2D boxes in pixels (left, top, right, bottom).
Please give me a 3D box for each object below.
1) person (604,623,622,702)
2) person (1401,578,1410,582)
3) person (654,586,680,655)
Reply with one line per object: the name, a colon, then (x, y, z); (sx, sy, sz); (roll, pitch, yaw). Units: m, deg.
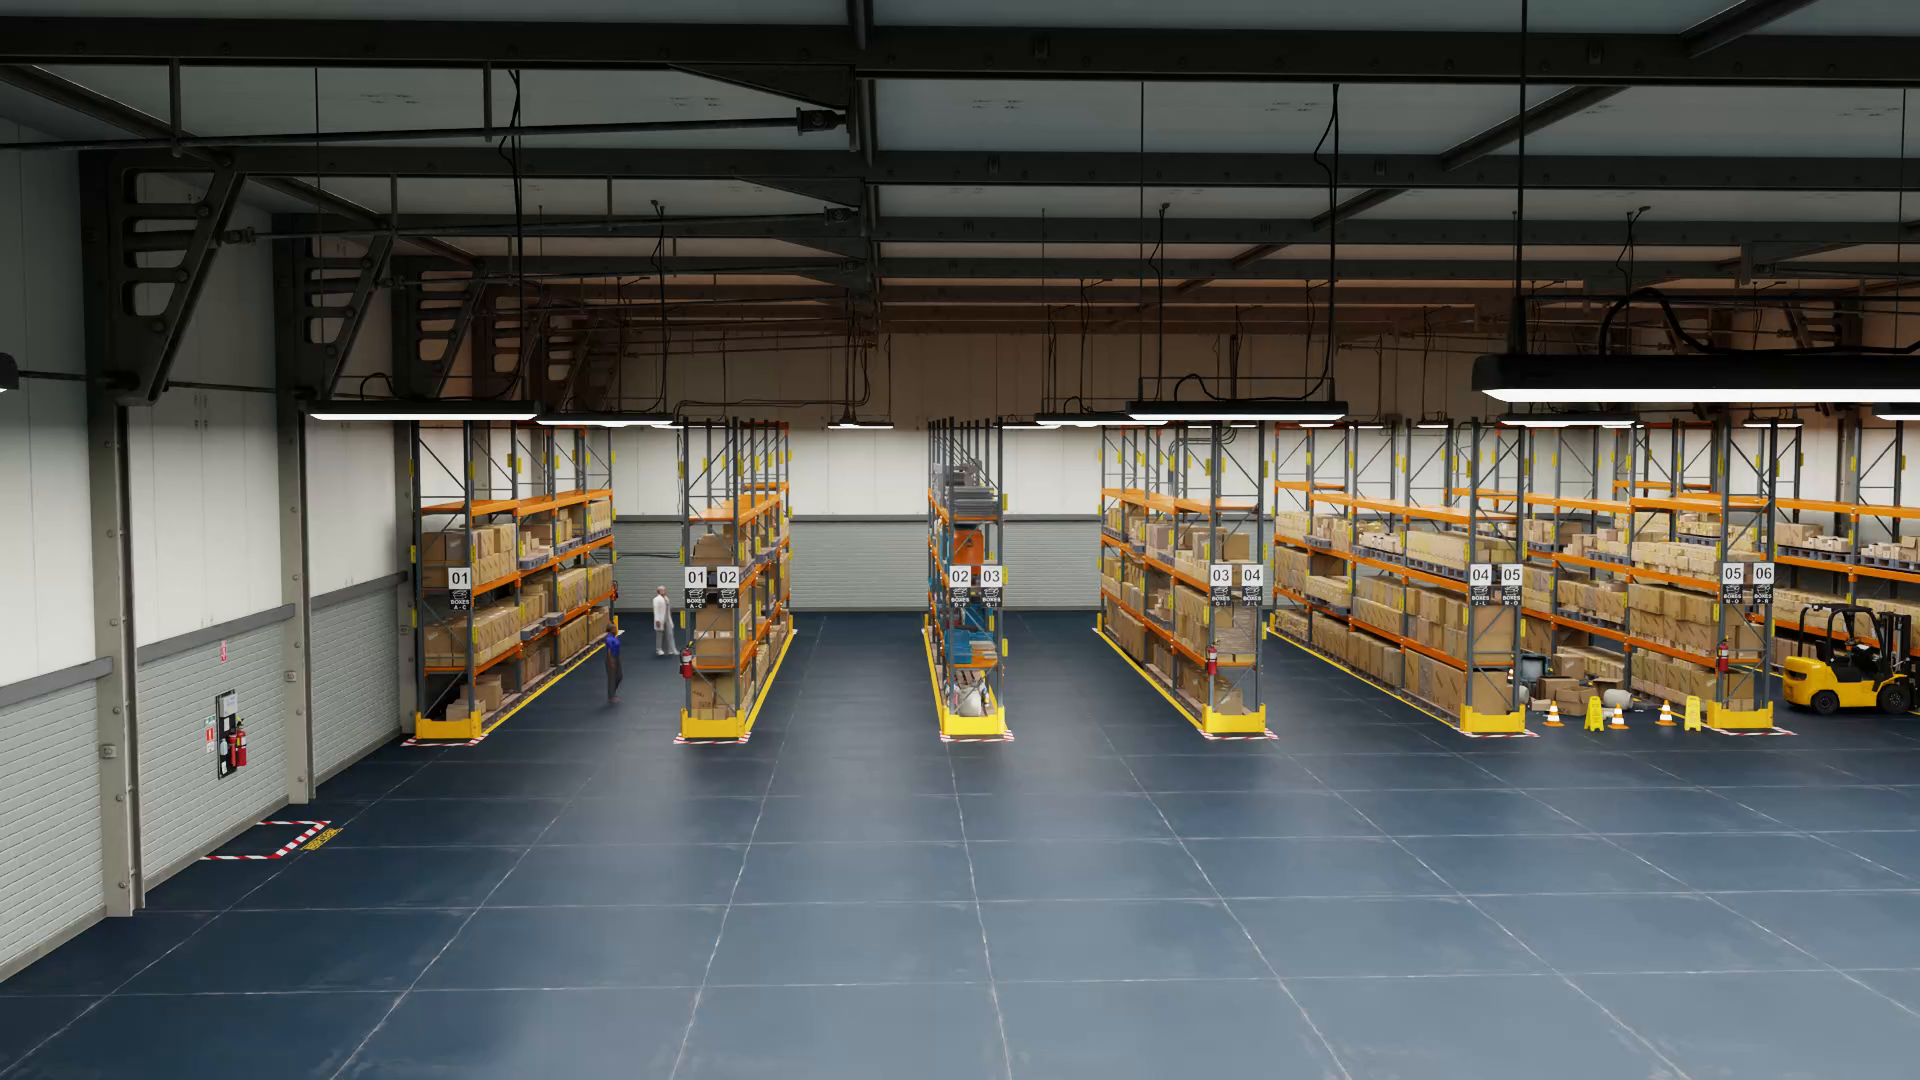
person: (-7.378, 2.606, 35.354); (0.446, 1.672, 0.521); (1, 4, 10)
person: (12.152, 1.895, 45.631); (0.661, 1.746, 0.597); (2, 4, 32)
person: (-7.561, 2.065, 42.516); (0.597, 1.770, 0.696); (-3, 5, -42)
